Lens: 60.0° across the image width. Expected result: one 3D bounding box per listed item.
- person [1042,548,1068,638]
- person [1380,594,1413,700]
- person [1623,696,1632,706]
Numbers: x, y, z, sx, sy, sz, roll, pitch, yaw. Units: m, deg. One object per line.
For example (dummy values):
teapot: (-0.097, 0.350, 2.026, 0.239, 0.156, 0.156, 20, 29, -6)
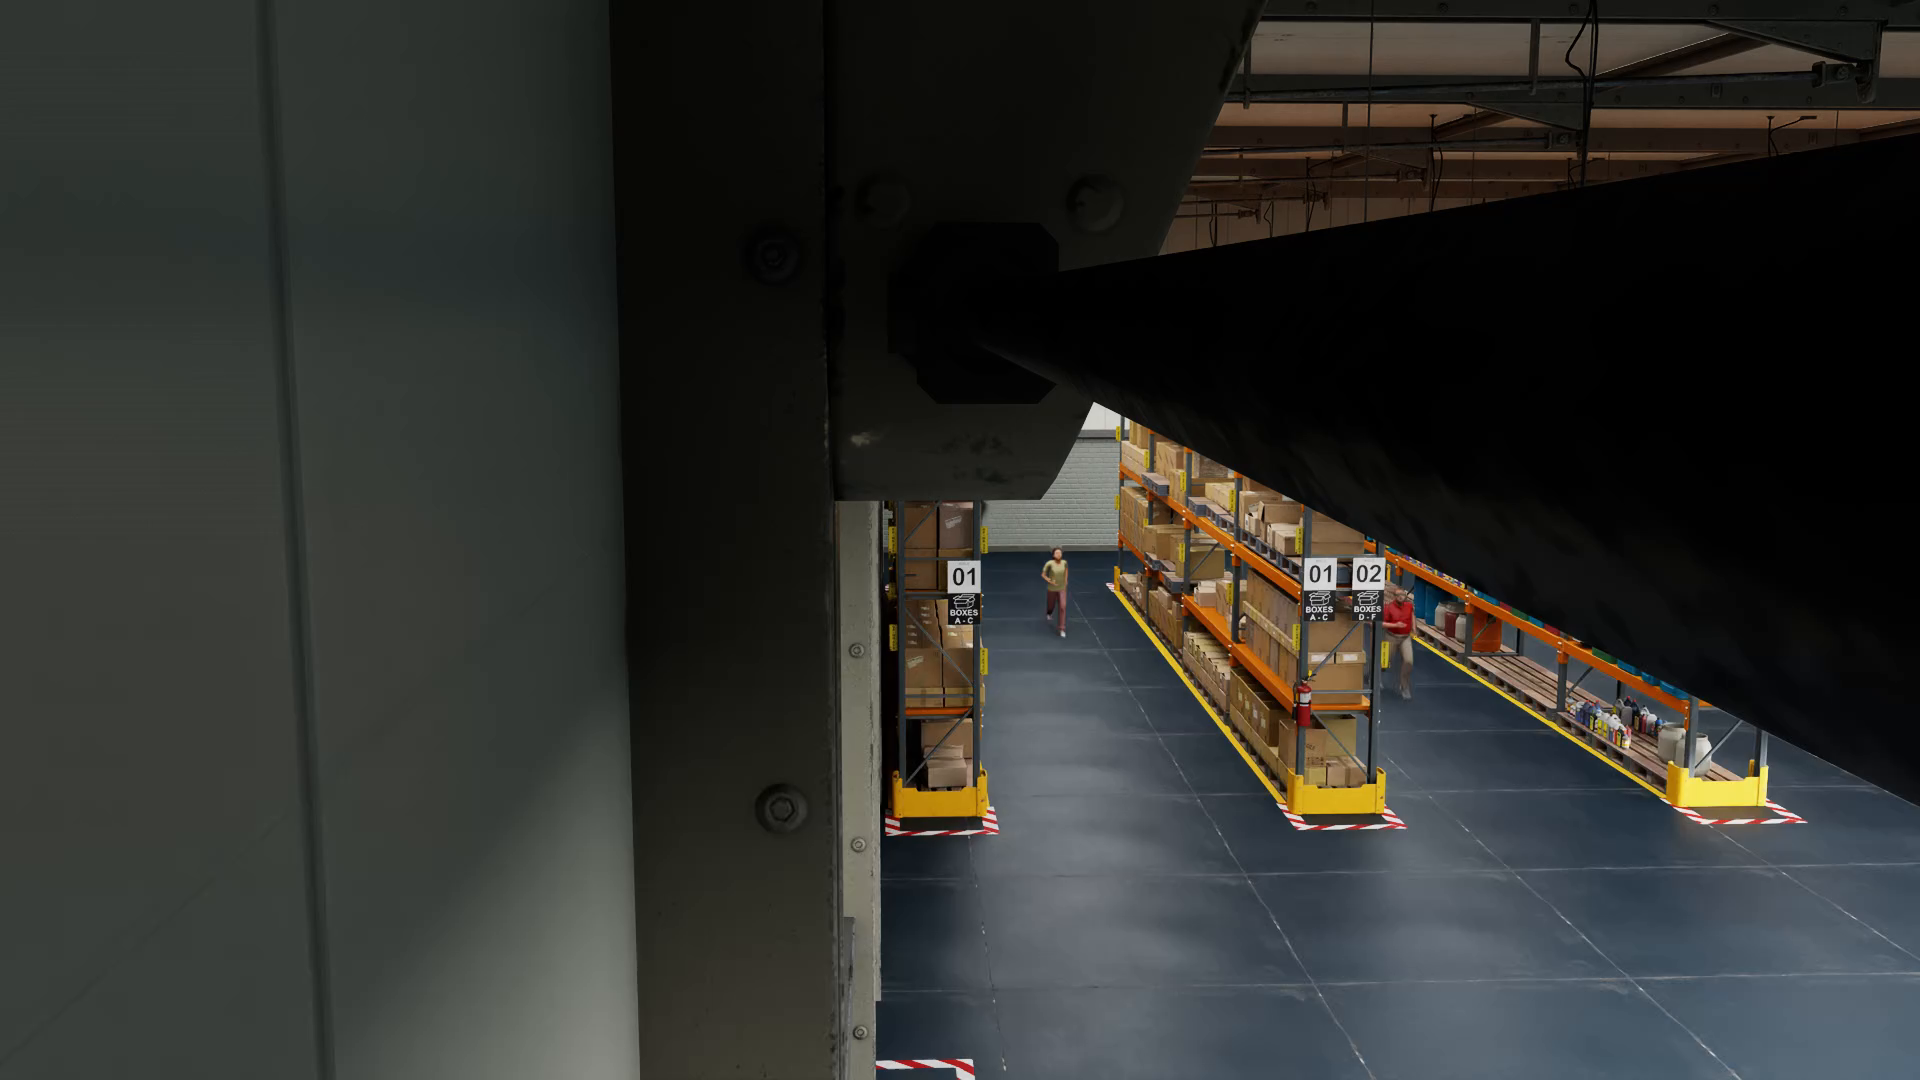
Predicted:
person: (1.822, 0.961, 31.756, 0.547, 1.666, 1.119, -1, 8, -6)
person: (15.015, 0.834, 32.647, 18.071, 1.723, 10.413, -1, 8, -8)
person: (11.032, 0.046, 32.109, 21.204, 3.396, 18.901, 2, 8, 13)
